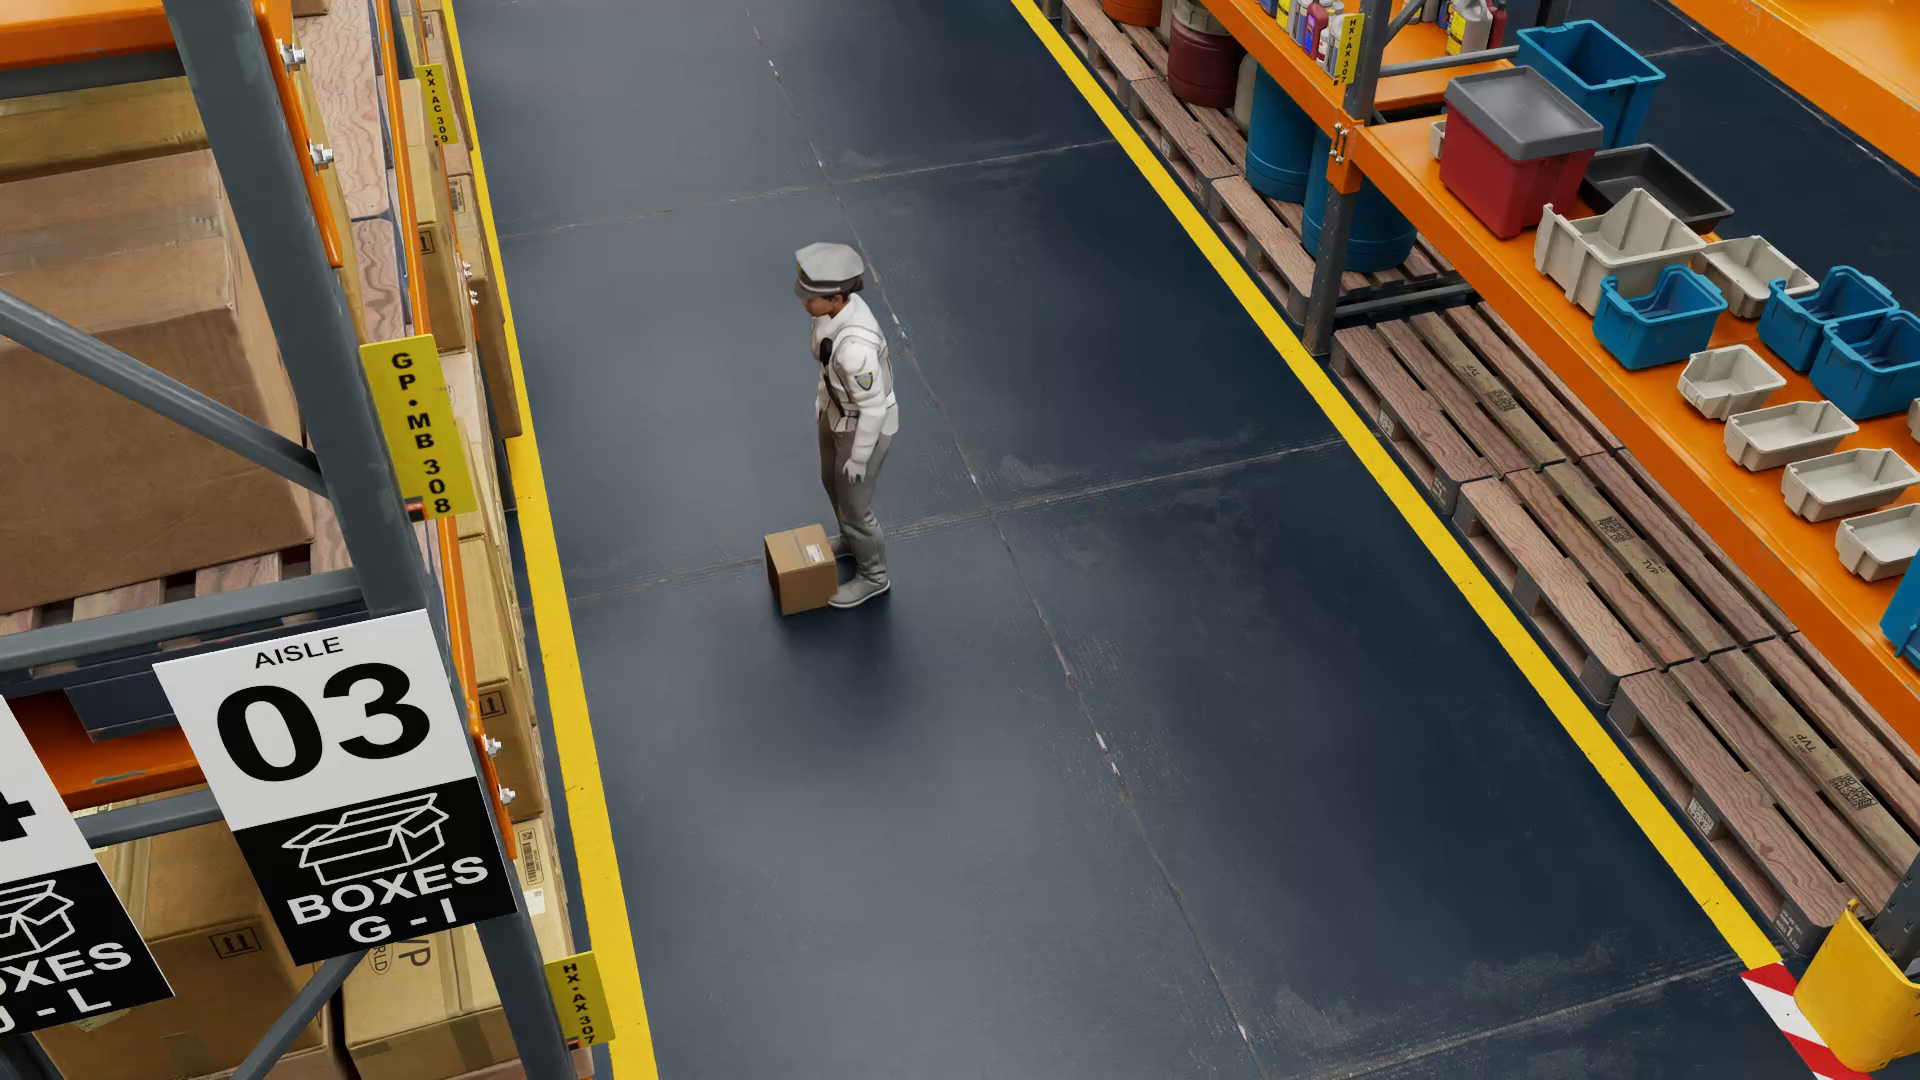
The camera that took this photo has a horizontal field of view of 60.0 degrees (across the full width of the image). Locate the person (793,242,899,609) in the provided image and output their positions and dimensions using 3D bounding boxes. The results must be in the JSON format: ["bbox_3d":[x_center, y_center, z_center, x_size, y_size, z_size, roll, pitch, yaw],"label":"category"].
[{"bbox_3d":[-0.443,-0.450,6.650,0.369,1.663,0.518,-13,44,-14],"label":"person"}]
